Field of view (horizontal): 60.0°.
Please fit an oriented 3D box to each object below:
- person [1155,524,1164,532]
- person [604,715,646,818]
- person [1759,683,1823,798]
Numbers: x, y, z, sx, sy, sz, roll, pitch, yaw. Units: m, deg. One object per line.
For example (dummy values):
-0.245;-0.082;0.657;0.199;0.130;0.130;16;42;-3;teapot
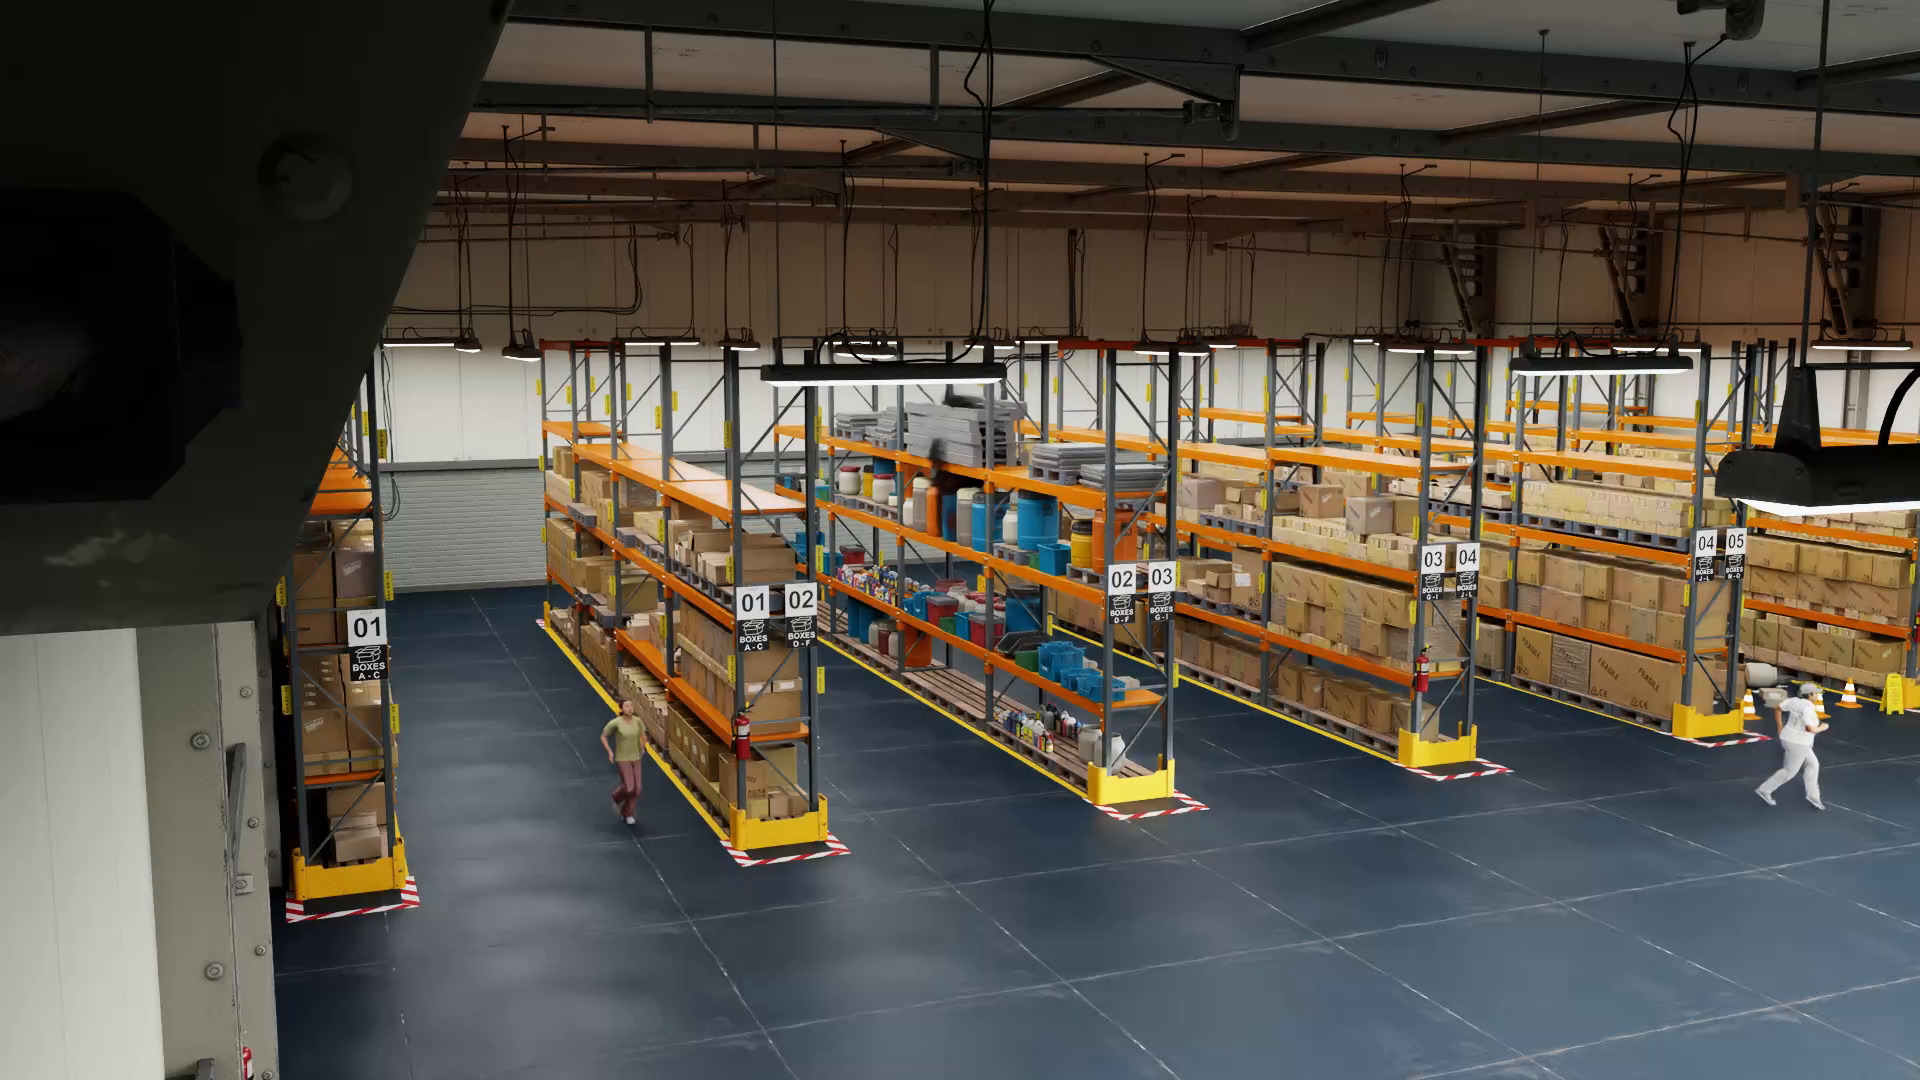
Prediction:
4.915;0.022;41.596;0.757;1.682;0.741;1;7;6;person
-4.180;2.892;21.071;0.535;1.325;0.478;-6;9;-36;person
10.879;2.617;21.707;0.791;1.530;0.588;1;7;7;person
